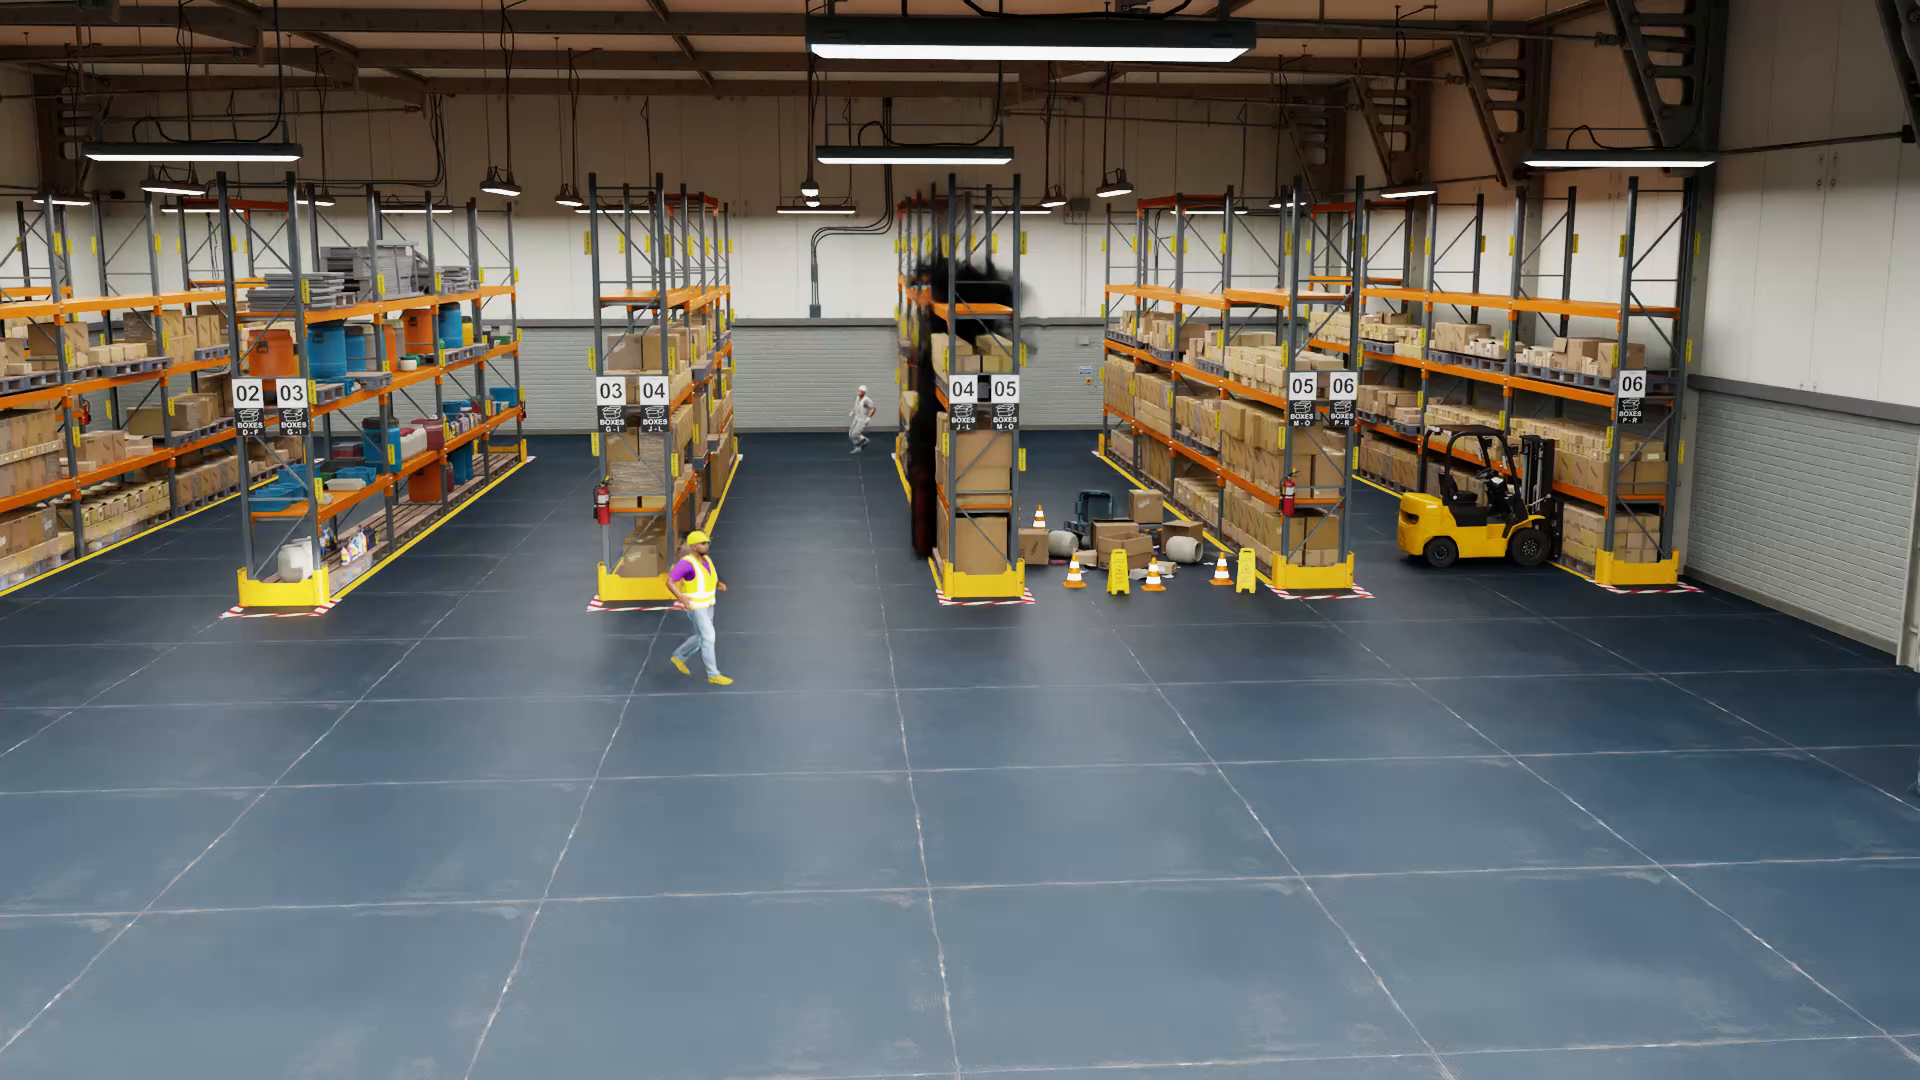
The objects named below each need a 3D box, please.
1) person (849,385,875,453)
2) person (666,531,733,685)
[{"bbox_3d":[-2.385,-2.930,40.498,0.563,1.690,0.752,-8,13,-37],"label":"person"},{"bbox_3d":[-3.007,0.764,19.196,0.872,1.755,0.716,4,11,21],"label":"person"}]
